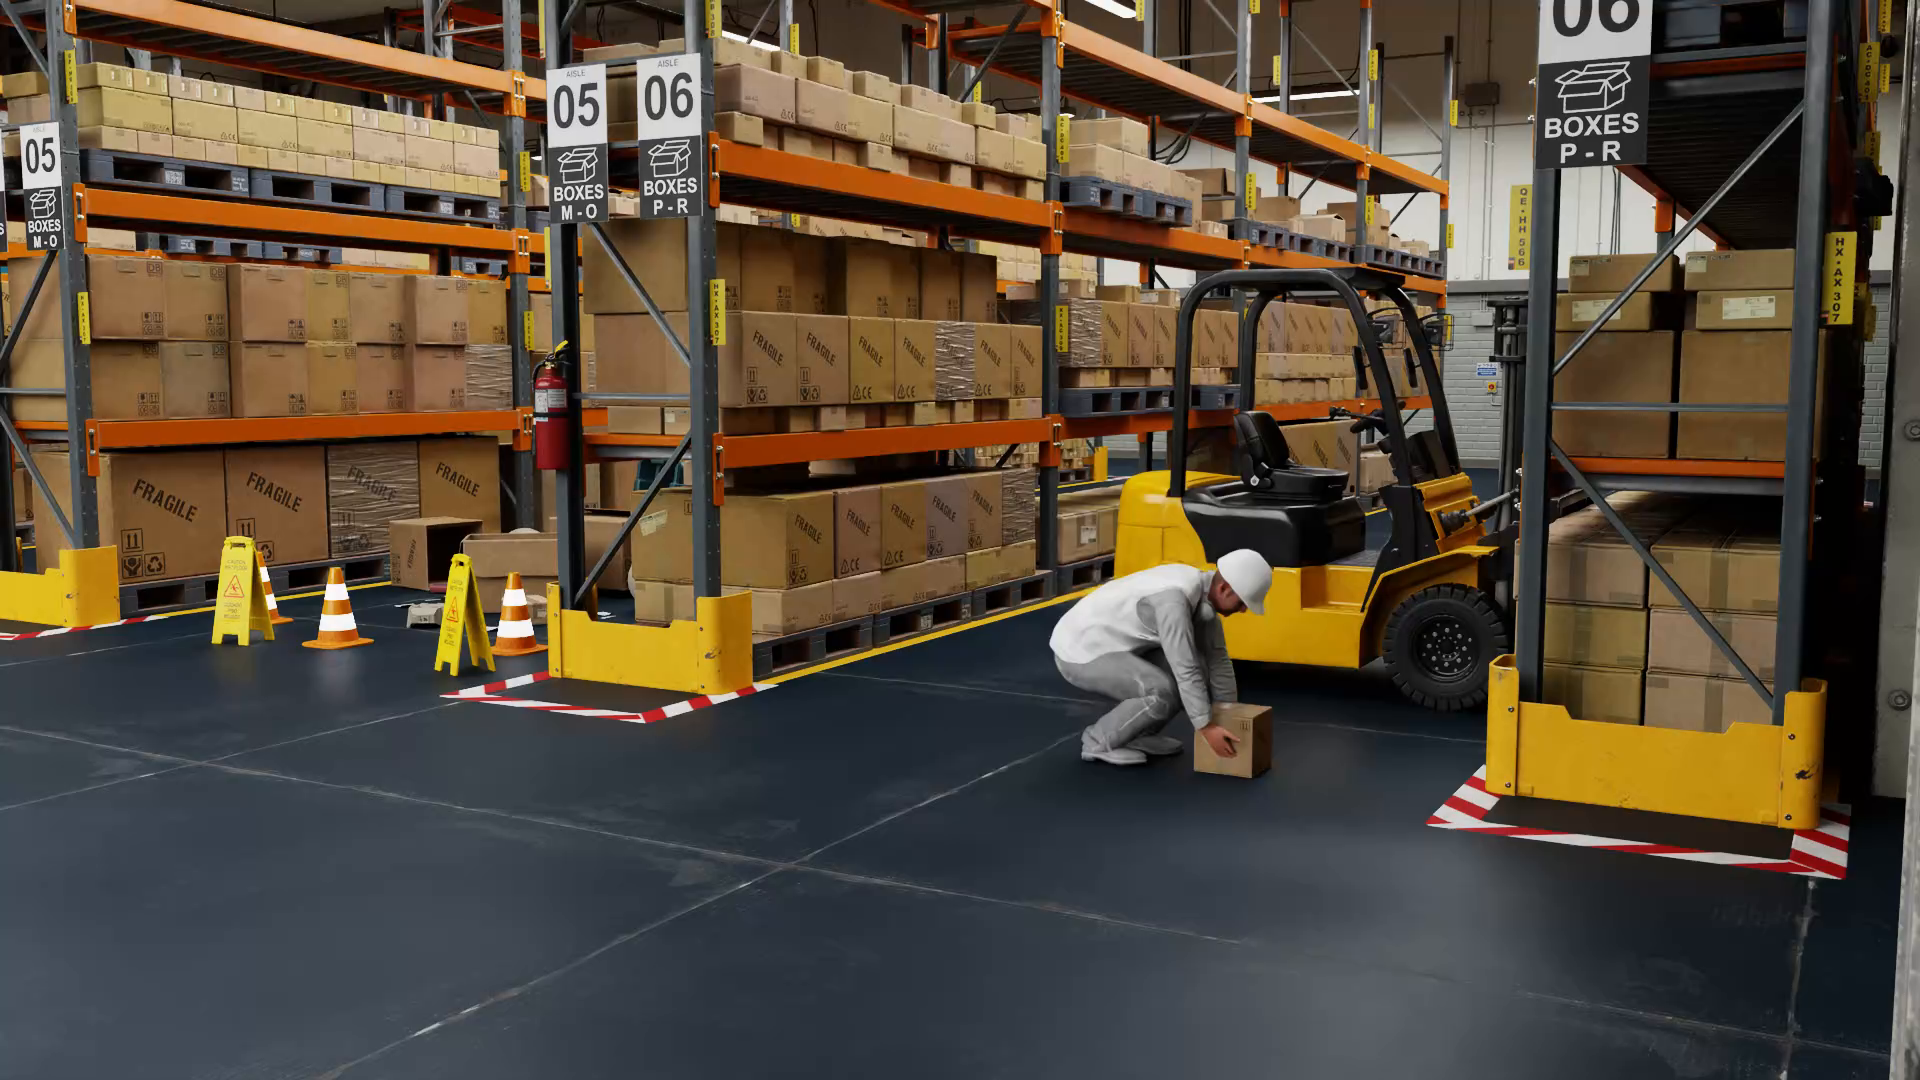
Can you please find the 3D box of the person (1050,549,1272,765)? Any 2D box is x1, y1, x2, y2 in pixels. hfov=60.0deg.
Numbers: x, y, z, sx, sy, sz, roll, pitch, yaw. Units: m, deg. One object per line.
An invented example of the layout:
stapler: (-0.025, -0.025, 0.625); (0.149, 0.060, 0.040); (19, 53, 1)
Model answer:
person: (0.851, 0.481, 7.026); (0.913, 0.916, 0.536); (3, 7, 29)
